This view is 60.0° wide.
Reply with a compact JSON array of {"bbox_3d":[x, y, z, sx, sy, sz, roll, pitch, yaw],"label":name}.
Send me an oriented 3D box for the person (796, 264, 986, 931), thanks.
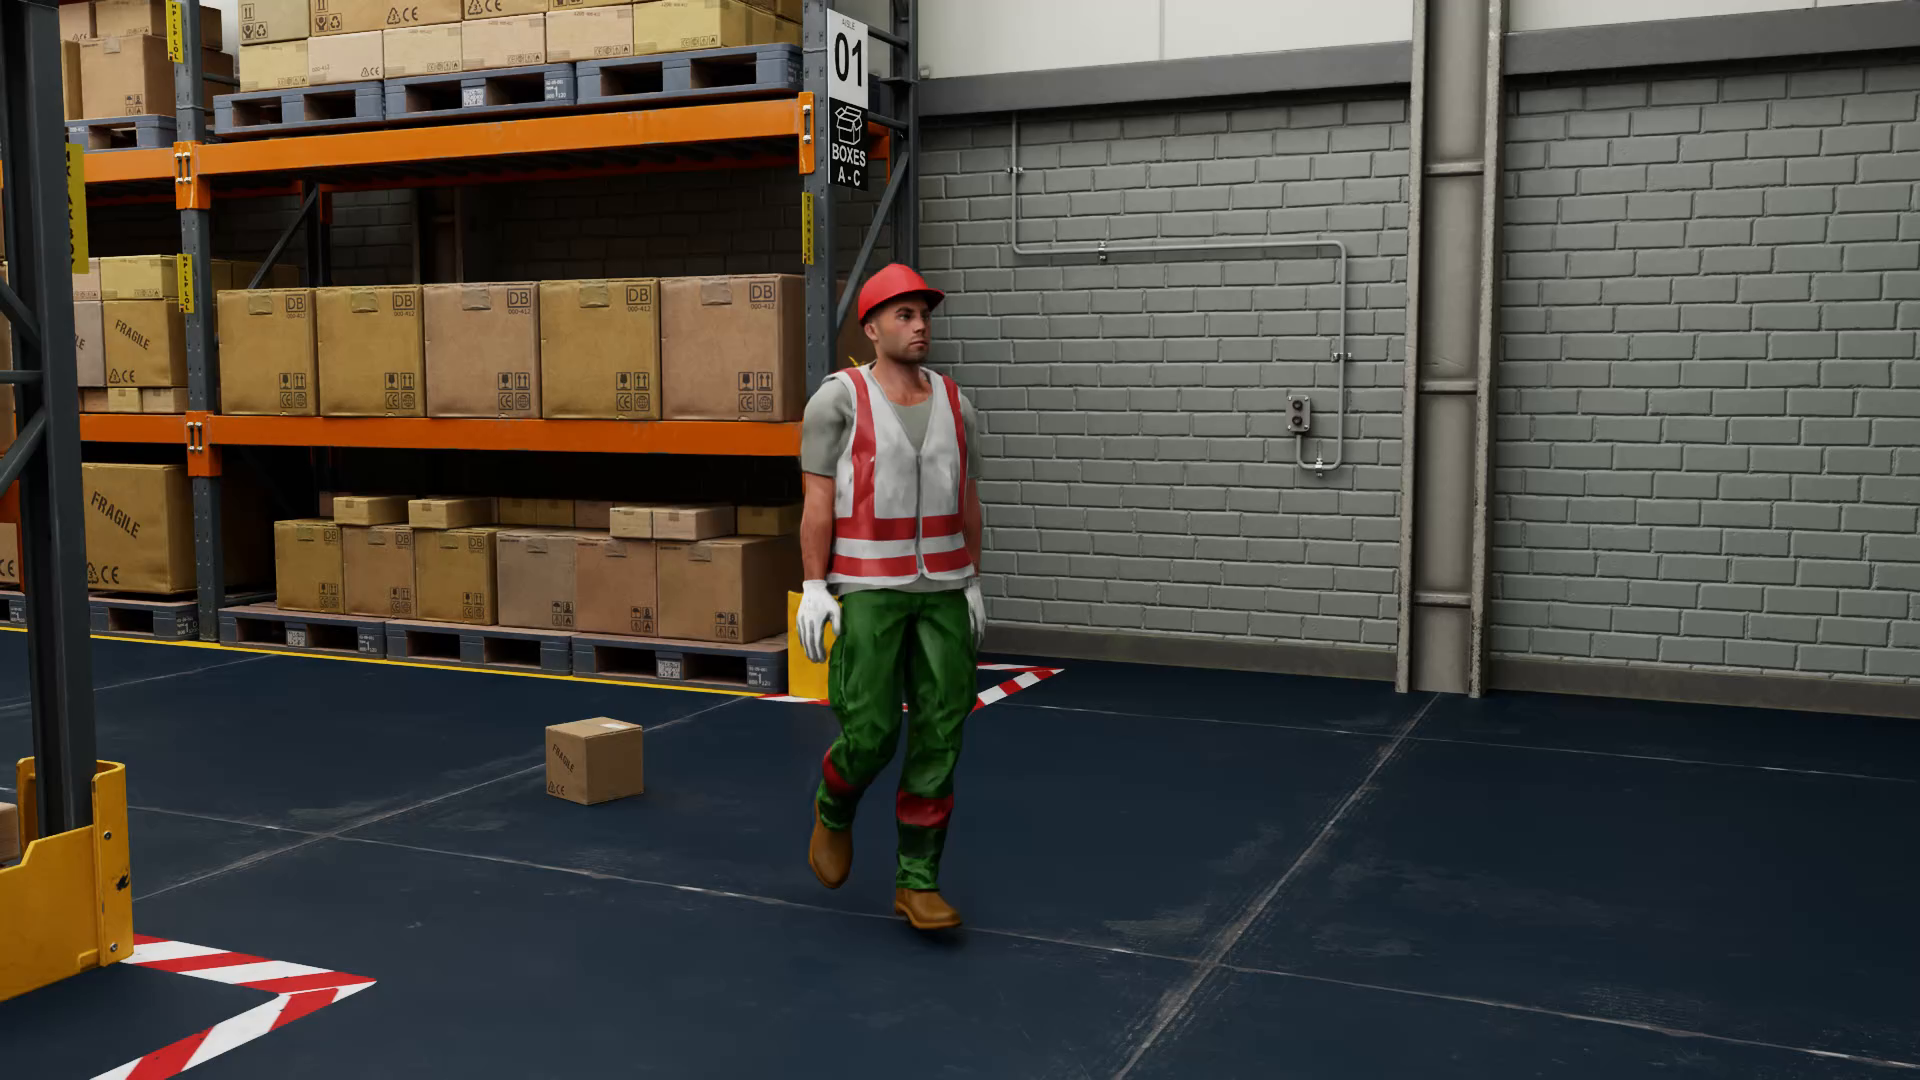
[{"bbox_3d":[-0.187,0.145,4.539,0.563,1.779,0.571,-3,6,-26],"label":"person"}]
